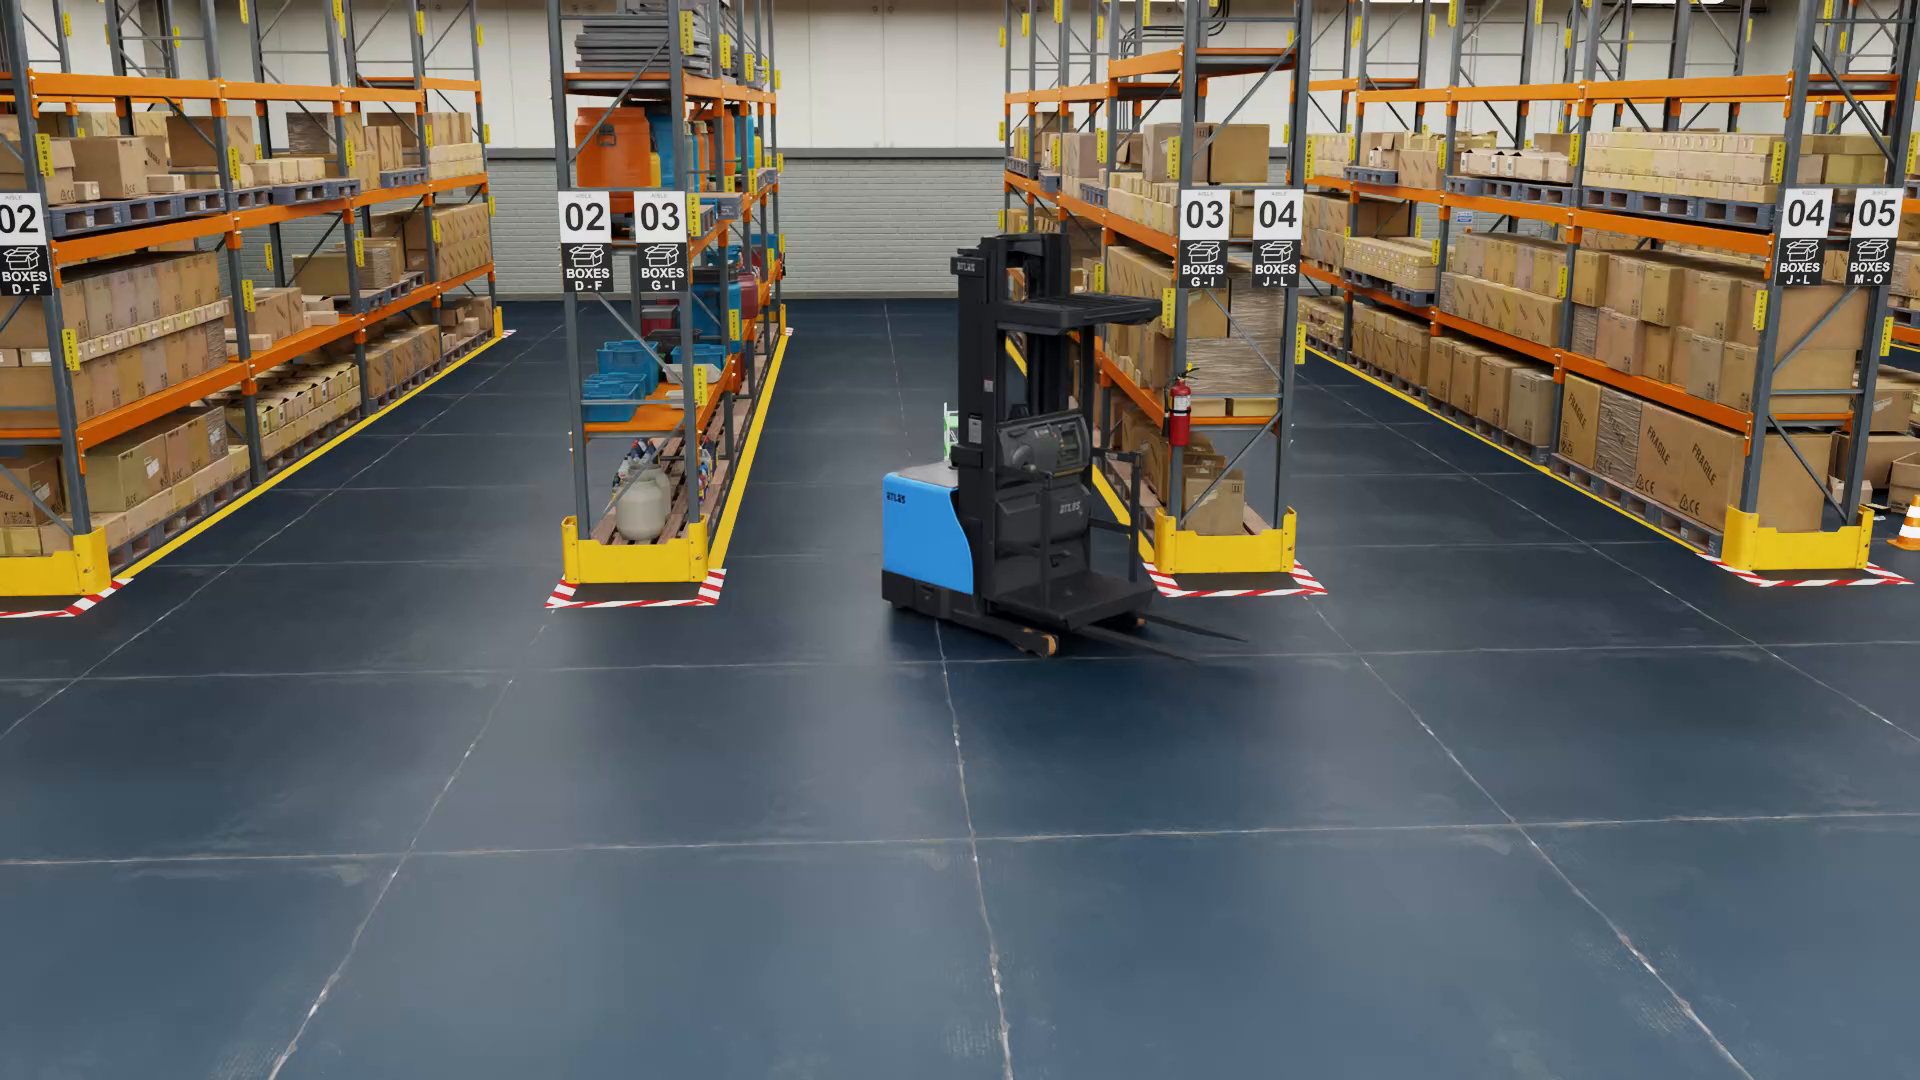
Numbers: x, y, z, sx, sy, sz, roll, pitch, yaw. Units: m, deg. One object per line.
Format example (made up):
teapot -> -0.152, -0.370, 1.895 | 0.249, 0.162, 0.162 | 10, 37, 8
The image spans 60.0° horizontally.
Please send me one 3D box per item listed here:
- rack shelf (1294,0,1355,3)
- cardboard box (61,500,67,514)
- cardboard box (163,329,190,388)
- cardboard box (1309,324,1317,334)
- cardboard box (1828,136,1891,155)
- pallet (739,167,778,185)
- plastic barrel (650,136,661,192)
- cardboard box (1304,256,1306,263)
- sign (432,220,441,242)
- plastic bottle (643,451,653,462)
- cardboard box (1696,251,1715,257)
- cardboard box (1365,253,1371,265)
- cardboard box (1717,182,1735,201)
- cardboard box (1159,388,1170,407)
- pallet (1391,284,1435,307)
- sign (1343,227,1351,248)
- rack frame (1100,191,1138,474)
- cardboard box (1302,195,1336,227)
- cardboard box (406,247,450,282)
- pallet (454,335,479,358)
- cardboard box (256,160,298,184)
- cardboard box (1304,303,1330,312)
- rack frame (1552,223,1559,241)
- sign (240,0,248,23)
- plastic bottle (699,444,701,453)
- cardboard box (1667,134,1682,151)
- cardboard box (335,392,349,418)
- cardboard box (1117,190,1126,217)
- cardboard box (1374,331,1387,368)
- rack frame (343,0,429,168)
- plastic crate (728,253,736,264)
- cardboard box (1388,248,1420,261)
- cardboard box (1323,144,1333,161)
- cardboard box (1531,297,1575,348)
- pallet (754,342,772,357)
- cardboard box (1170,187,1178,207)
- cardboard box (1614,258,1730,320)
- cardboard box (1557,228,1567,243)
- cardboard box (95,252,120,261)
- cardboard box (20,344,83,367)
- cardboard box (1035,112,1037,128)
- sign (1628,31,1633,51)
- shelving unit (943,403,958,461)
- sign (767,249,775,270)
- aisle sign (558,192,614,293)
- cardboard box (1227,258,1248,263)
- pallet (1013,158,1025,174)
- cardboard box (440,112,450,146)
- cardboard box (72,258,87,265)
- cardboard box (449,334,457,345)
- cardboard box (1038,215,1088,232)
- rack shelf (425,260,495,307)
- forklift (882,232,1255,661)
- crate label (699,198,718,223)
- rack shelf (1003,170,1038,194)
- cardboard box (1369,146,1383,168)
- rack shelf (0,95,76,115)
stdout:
rack shelf -> 6.363, -8.897, 26.543 | 1.077, 0.370, 4.000 | -1, 14, -3
cardboard box -> -7.984, -0.170, 14.566 | 0.500, 0.250, 0.500 | -1, 14, -3
cardboard box -> -7.761, -1.722, 15.723 | 0.700, 0.500, 0.500 | -1, 14, -3
cardboard box -> 6.062, -3.531, 27.831 | 0.380, 0.149, 0.250 | -1, 14, -3
cardboard box -> 7.528, -3.305, 13.918 | 0.380, 0.149, 0.250 | -1, 14, -3
pallet -> -3.267, -5.273, 24.083 | 1.213, 0.211, 1.003 | -1, 14, -3
plastic barrel -> -2.867, -3.149, 14.231 | 0.600, 0.588, 0.600 | 0, 14, 0
cardboard box -> 6.106, -4.828, 28.498 | 0.380, 0.149, 0.250 | 0, 14, -1
sign -> -7.803, -4.600, 24.784 | 0.100, 0.325, 0.005 | -1, 14, -3
plastic bottle -> -3.152, -0.766, 16.799 | 0.097, 0.271, 0.097 | 0, 14, 0
cardboard box -> 11.232, -4.135, 24.599 | 0.500, 0.250, 0.500 | -1, 14, -3
cardboard box -> 6.123, -4.093, 24.204 | 0.380, 0.149, 0.250 | 0, 14, -1
cardboard box -> 6.841, -3.035, 14.468 | 0.380, 0.149, 0.250 | -1, 14, -3
cardboard box -> 1.969, -1.267, 14.658 | 0.380, 0.149, 0.250 | -1, 14, -3
pallet -> 6.585, -3.321, 22.522 | 1.213, 0.211, 1.003 | -1, 14, -3
sign -> 5.946, -4.642, 25.534 | 0.100, 0.325, 0.005 | -1, 14, -3
rack frame -> 2.026, -2.192, 17.749 | 1.000, 3.000, 0.127 | -1, 14, -3
cardboard box -> 6.050, -5.534, 27.933 | 0.500, 0.500, 0.500 | -1, 14, -5
cardboard box -> -8.117, -4.209, 25.388 | 0.500, 0.500, 0.500 | -1, 14, -2
pallet -> -8.477, -3.154, 27.085 | 1.003, 0.211, 1.213 | -1, 14, -3
cardboard box -> -7.950, -4.234, 19.123 | 0.500, 0.250, 0.500 | -1, 14, -5
cardboard box -> 6.064, -3.942, 28.236 | 0.380, 0.149, 0.250 | 0, 14, -1
rack frame -> 11.174, -5.329, 29.943 | 1.000, 3.000, 0.127 | -1, 14, -3
sign -> -8.650, -6.420, 20.109 | 0.100, 0.325, 0.005 | -1, 14, -3
plastic bottle -> -2.733, -0.888, 17.114 | 0.144, 0.351, 0.185 | -1, 14, -3
cardboard box -> 6.777, -3.675, 15.356 | 0.380, 0.149, 0.250 | -1, 14, -3
cardboard box -> -7.798, -1.651, 20.323 | 0.500, 0.250, 0.500 | -1, 14, -4
cardboard box -> 1.836, -3.325, 16.433 | 0.500, 0.250, 0.500 | -1, 14, -4
cardboard box -> 6.349, -2.776, 24.194 | 0.500, 0.500, 0.500 | -1, 14, -2
rack frame -> -8.357, -6.935, 24.144 | 1.000, 3.000, 0.127 | -1, 14, -3
plastic crate -> -3.874, -4.579, 27.244 | 0.416, 0.233, 0.300 | -1, 14, -3
cardboard box -> 6.188, -3.977, 23.154 | 0.380, 0.149, 0.250 | -1, 14, -3
cardboard box -> 6.147, -6.225, 26.703 | 0.500, 0.250, 0.500 | 0, 14, -1
cardboard box -> 6.684, -2.417, 18.425 | 0.500, 0.500, 0.500 | -1, 14, -4
pallet -> -3.497, -2.937, 26.241 | 1.003, 0.211, 1.213 | -1, 14, -3
cardboard box -> 1.945, -2.834, 13.728 | 0.380, 0.149, 0.250 | -1, 14, -3
cardboard box -> 7.018, -2.475, 16.382 | 0.875, 0.550, 0.550 | -1, 14, -3
cardboard box -> 10.917, -5.254, 29.449 | 0.500, 0.500, 0.500 | -1, 14, -4
cardboard box -> -13.318, -4.233, 25.078 | 0.980, 0.700, 0.700 | -1, 14, -3
cardboard box -> -7.423, -1.509, 13.591 | 0.380, 0.149, 0.250 | -1, 14, -4
cardboard box -> 1.398, -6.790, 26.851 | 0.500, 0.250, 0.500 | -1, 14, -5
sign -> 11.716, -8.730, 29.088 | 0.100, 0.325, 0.005 | -1, 14, -3
shelving unit -> -0.010, -0.622, 15.260 | 0.258, 1.200, 0.503 | -1, 14, -3
sign -> -2.864, -4.247, 25.182 | 0.100, 0.325, 0.005 | -1, 14, -3
aisle sign -> -2.961, -2.357, 13.174 | 0.394, 0.787, 0.004 | -1, 14, -3
cardboard box -> 2.419, -2.388, 15.707 | 0.500, 0.500, 0.500 | -1, 14, -3
pallet -> 1.418, -6.098, 27.087 | 1.003, 0.211, 1.213 | -1, 14, -3
cardboard box -> -8.352, -6.386, 25.823 | 0.700, 0.500, 0.500 | -1, 14, -3
cardboard box -> -13.021, -4.043, 24.107 | 0.500, 0.500, 0.500 | -1, 14, -4
cardboard box -> -8.231, -3.193, 26.444 | 0.380, 0.166, 0.250 | -1, 14, -3
cardboard box -> 1.578, -4.557, 24.728 | 0.797, 0.503, 0.637 | -1, 14, -5
rack shelf -> -8.481, -4.179, 26.914 | 1.077, 0.370, 4.000 | -1, 14, -3
forklift -> 0.771, -0.718, 12.159 | 1.130, 2.935, 3.031 | -14, 20, -43
crate label -> -2.456, -2.972, 15.060 | 0.502, 0.251, 0.408 | -1, 14, -3
rack shelf -> 1.407, -5.783, 27.131 | 1.077, 0.370, 4.000 | -1, 14, -3
cardboard box -> 6.332, -5.624, 24.404 | 0.500, 0.311, 0.500 | -1, 14, -4
rack shelf -> -13.177, -5.818, 22.049 | 1.077, 0.370, 4.000 | -1, 14, -3
